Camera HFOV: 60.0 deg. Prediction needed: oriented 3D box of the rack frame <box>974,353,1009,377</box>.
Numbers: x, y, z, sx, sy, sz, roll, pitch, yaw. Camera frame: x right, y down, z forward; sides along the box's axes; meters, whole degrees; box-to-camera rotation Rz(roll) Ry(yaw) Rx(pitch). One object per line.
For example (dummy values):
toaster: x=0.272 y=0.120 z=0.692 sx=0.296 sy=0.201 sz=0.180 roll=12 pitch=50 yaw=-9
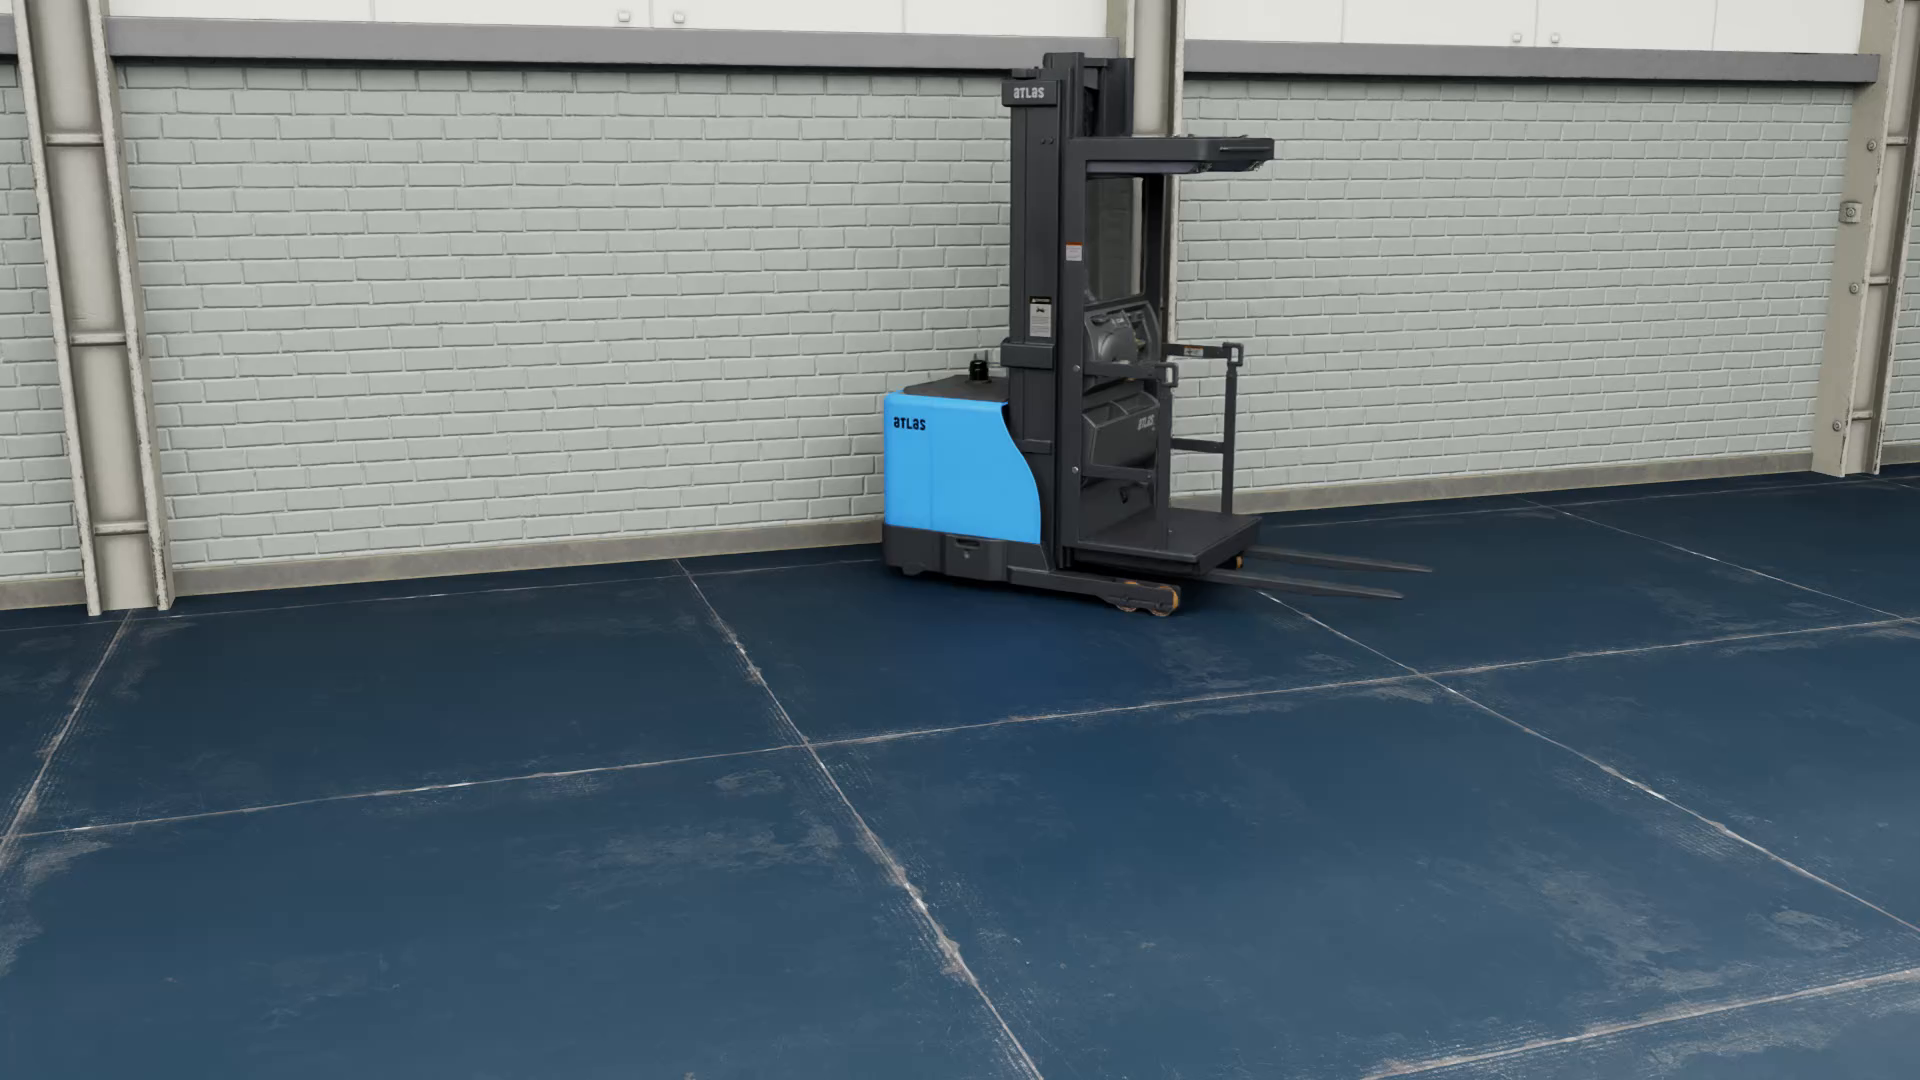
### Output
rack frame: x=0.204 y=-0.571 z=10.439 sx=0.240 sy=1.200 sz=0.006 roll=5 pitch=14 yaw=22

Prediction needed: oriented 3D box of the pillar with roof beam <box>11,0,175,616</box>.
pillar with roof beam: x=-3.170 y=-3.075 z=4.123 sx=0.400 sy=9.000 sz=9.100 roll=-4 pitch=14 yaw=-18

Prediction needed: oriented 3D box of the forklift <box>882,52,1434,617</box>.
forklift: x=1.084 y=-1.154 z=9.159 sx=3.031 sy=2.935 sz=1.130 roll=7 pitch=15 yaw=28

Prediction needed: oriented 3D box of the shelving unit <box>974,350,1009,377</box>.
shelving unit: x=0.239 y=-0.590 z=10.522 sx=0.258 sy=1.200 sz=0.189 roll=5 pitch=14 yaw=22

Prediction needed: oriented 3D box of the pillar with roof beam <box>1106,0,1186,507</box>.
pillar with roof beam: x=2.517 y=-3.518 z=5.985 sx=0.400 sy=9.000 sz=9.100 roll=-4 pitch=14 yaw=-18

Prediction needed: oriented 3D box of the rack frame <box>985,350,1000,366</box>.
rack frame: x=0.274 y=-0.609 z=10.604 sx=0.240 sy=1.200 sz=0.006 roll=5 pitch=14 yaw=22

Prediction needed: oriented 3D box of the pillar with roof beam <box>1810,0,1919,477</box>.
pillar with roof beam: x=8.204 y=-3.960 z=7.847 sx=0.400 sy=9.000 sz=9.100 roll=-4 pitch=14 yaw=-18
